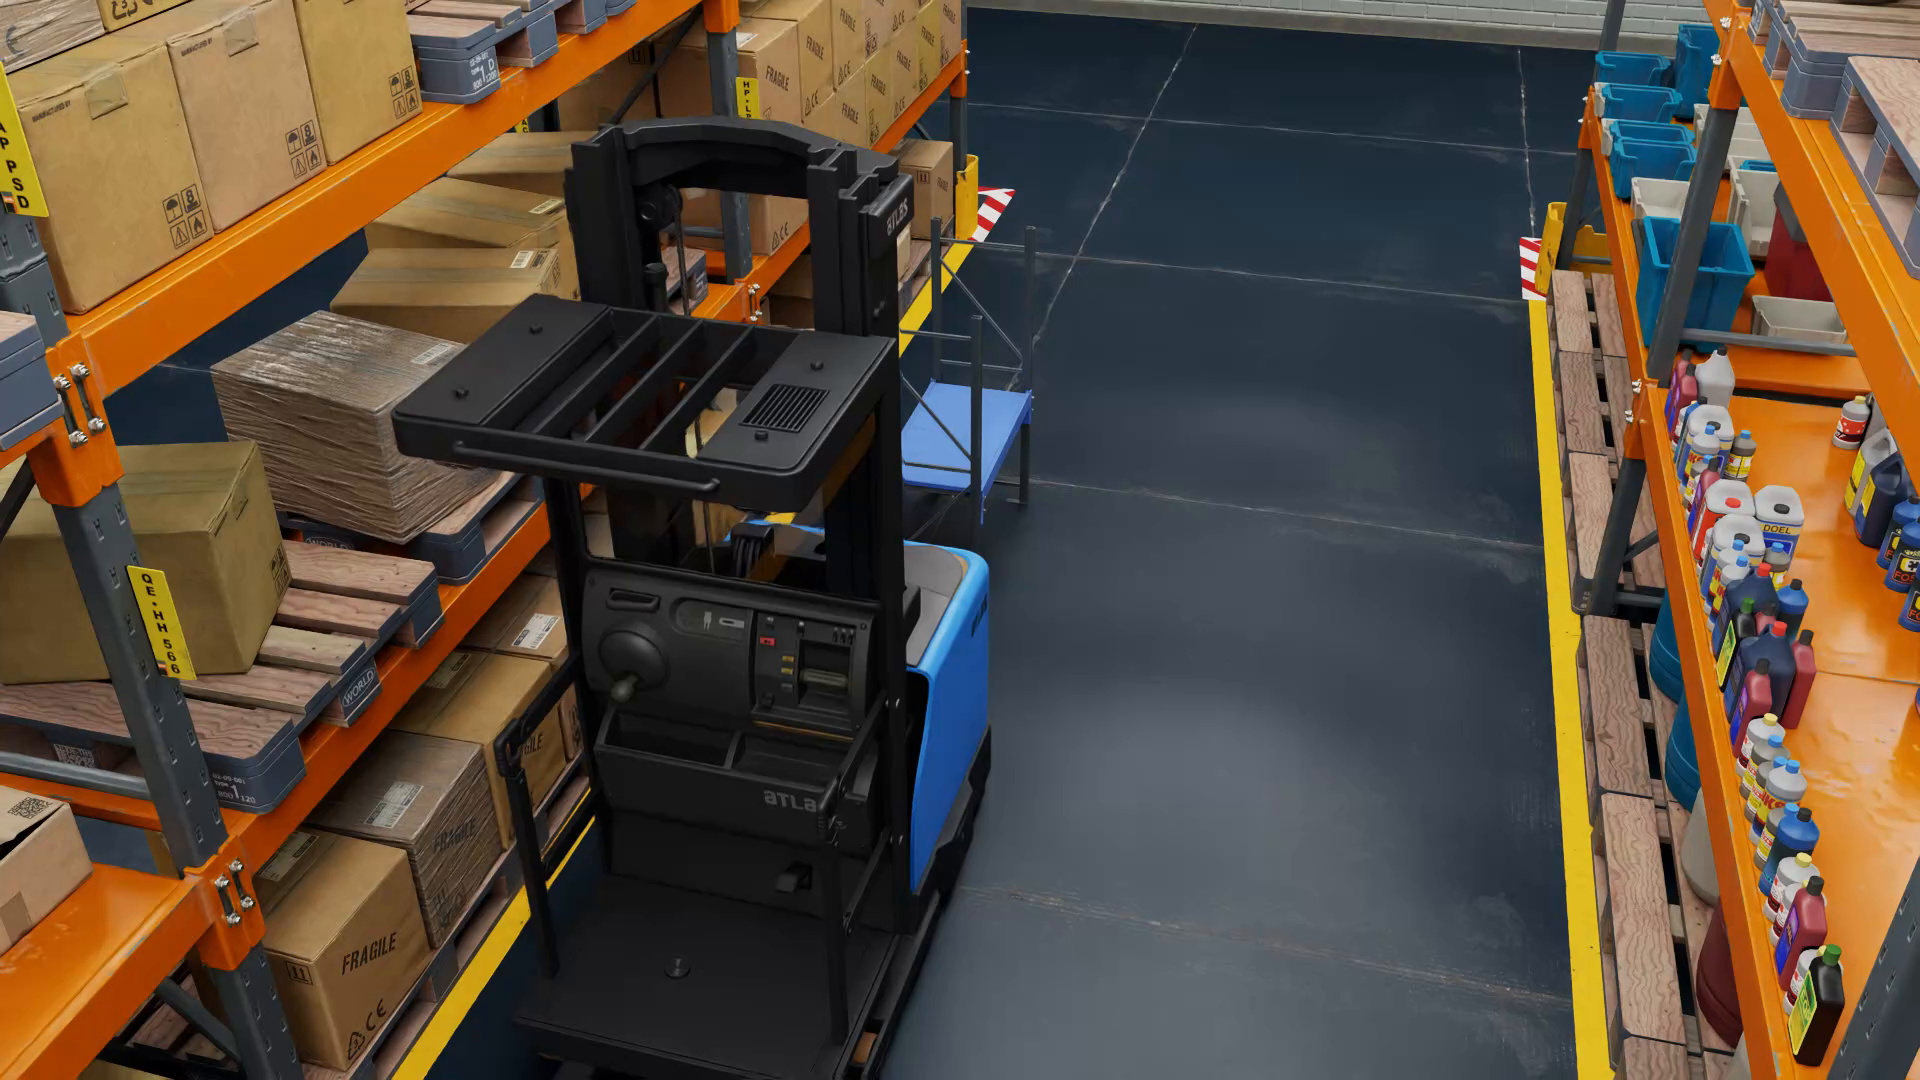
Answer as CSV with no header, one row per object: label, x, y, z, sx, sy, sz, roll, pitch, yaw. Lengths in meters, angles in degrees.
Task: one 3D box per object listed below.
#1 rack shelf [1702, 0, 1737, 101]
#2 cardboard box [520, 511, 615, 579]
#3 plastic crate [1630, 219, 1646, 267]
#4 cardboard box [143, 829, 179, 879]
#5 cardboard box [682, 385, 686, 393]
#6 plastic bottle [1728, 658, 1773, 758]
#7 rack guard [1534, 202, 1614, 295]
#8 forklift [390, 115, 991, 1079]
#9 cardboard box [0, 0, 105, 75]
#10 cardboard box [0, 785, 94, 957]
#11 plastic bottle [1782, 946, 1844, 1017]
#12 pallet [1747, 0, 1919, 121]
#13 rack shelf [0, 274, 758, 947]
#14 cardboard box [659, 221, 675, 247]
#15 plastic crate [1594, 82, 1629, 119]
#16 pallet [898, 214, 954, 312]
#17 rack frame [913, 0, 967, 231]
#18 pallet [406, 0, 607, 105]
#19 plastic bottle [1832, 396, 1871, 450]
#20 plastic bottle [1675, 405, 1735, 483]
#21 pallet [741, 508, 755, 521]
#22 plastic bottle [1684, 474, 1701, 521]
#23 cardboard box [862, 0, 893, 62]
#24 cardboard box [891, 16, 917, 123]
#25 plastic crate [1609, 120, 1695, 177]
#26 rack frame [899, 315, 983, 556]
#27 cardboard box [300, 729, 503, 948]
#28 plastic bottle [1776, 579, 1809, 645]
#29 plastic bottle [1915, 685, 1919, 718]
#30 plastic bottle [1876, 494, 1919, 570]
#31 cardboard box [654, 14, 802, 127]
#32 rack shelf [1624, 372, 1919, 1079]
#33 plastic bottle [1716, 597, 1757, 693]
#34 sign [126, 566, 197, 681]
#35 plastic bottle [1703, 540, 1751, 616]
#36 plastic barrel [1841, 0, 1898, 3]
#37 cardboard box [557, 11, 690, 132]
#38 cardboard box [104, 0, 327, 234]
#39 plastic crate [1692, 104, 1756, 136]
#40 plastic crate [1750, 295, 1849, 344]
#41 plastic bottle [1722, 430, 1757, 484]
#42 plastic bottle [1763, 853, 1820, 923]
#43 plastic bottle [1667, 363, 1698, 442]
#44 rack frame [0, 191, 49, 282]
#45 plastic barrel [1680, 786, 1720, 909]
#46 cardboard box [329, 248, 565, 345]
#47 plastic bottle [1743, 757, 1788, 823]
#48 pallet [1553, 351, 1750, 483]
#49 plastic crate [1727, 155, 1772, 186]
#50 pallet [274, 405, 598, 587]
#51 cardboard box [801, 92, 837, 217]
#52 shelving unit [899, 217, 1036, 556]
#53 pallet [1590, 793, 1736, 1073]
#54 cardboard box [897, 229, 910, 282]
rack shelf,3.832,-2.779,7.700,1.077,0.370,4.000,8,33,12
cardboard box,-1.575,0.225,7.020,0.500,0.500,0.500,8,33,13
plastic crate,3.348,-1.305,7.708,0.437,0.125,0.590,8,33,12
cardboard box,-2.471,0.973,5.844,0.500,0.500,0.500,9,34,14
cardboard box,-1.596,-0.920,8.821,0.500,0.500,0.500,8,33,12
plastic bottle,2.289,0.485,4.800,0.061,0.283,0.133,8,33,12
rack guard,4.333,-1.814,10.637,1.175,0.500,0.348,8,33,12
forklift,-0.773,0.402,4.885,1.130,2.935,3.031,9,33,13
cardboard box,-2.364,-1.335,3.733,0.500,0.500,0.500,8,33,12
cardboard box,-2.616,0.841,4.214,0.500,0.311,0.500,10,34,15
plastic bottle,2.046,1.055,3.979,0.097,0.201,0.097,0,32,0
pallet,3.220,-1.545,5.264,1.213,0.211,1.003,8,33,12
rack shelf,-1.974,-0.114,6.303,1.077,0.370,4.000,8,33,12
cardboard box,-1.587,-1.792,8.179,0.500,0.500,0.500,9,33,13
plastic crate,3.797,-2.530,9.624,0.250,0.136,0.298,8,33,12
pallet,-0.672,-1.901,11.043,1.003,0.211,1.213,8,33,12
rack frame,-0.451,-3.531,11.008,1.000,3.000,0.127,8,33,12
pallet,-1.960,-1.774,5.624,1.213,0.211,1.003,8,33,12
plastic bottle,3.412,-0.454,6.353,0.097,0.201,0.097,0,32,0
plastic bottle,2.745,-0.348,6.117,0.152,0.276,0.135,8,33,12
pallet,-1.636,0.149,7.819,1.003,0.211,1.213,8,33,12
plastic bottle,2.640,-0.159,5.890,0.097,0.201,0.097,0,32,0
cardboard box,-0.683,-2.928,9.035,0.500,0.500,0.500,9,34,14
cardboard box,-0.561,-2.776,9.727,0.500,0.500,0.500,8,33,13
plastic crate,3.624,-2.043,8.767,0.416,0.233,0.300,8,33,12
rack frame,-0.151,-0.325,7.363,0.500,1.500,0.032,8,33,12
cardboard box,-1.962,1.020,5.769,0.500,0.500,0.500,7,33,11
plastic bottle,2.579,0.242,5.194,0.097,0.271,0.097,0,32,0
plastic bottle,2.947,0.384,4.895,0.144,0.351,0.185,8,33,12
plastic bottle,3.191,-0.032,5.624,0.097,0.271,0.097,0,32,0
cardboard box,-1.074,-2.125,7.772,0.500,0.500,0.500,9,34,14
rack shelf,2.817,0.563,5.239,1.077,0.370,4.000,8,33,12
plastic bottle,2.370,0.320,5.060,0.061,0.283,0.133,8,33,12
sign,-1.943,0.206,4.051,0.100,0.325,0.005,8,33,12
plastic bottle,2.489,0.121,5.383,0.097,0.271,0.097,0,32,0
plastic barrel,2.948,-2.040,5.349,0.433,0.535,0.433,0,32,0
cardboard box,-1.588,-2.217,7.916,0.500,0.500,0.500,8,33,13
cardboard box,-2.274,-1.183,4.426,0.910,0.500,0.500,8,33,12
plastic crate,4.308,-2.321,9.294,0.396,0.136,0.243,8,33,12
plastic crate,3.581,-0.915,7.083,0.396,0.136,0.243,8,33,12
plastic bottle,2.871,-0.309,6.126,0.097,0.201,0.097,0,32,0
plastic bottle,2.129,0.885,4.247,0.097,0.201,0.097,0,32,0
plastic bottle,2.785,-0.528,6.393,0.061,0.283,0.133,8,33,12
rack frame,-2.481,-1.911,2.868,1.000,3.000,0.127,8,33,12
plastic barrel,2.760,1.022,5.774,0.421,0.512,0.421,0,32,0
cardboard box,-1.855,-0.749,6.148,0.700,0.500,0.500,0,32,0
plastic bottle,2.228,0.683,4.565,0.097,0.201,0.097,0,32,0
pallet,3.781,-0.624,9.035,1.003,0.211,1.213,8,33,12
plastic crate,4.116,-1.868,8.583,0.298,0.136,0.250,8,33,12
pallet,-1.992,-0.308,6.118,1.003,0.211,1.213,8,33,12
cardboard box,-0.946,-1.991,8.492,0.500,0.500,0.500,9,33,13
shelving unit,-0.022,-0.589,7.778,0.538,1.500,1.048,8,33,12
pallet,2.780,1.428,5.807,1.003,0.211,1.213,8,33,12
cardboard box,-0.621,-1.751,10.362,0.500,0.250,0.500,8,33,12
